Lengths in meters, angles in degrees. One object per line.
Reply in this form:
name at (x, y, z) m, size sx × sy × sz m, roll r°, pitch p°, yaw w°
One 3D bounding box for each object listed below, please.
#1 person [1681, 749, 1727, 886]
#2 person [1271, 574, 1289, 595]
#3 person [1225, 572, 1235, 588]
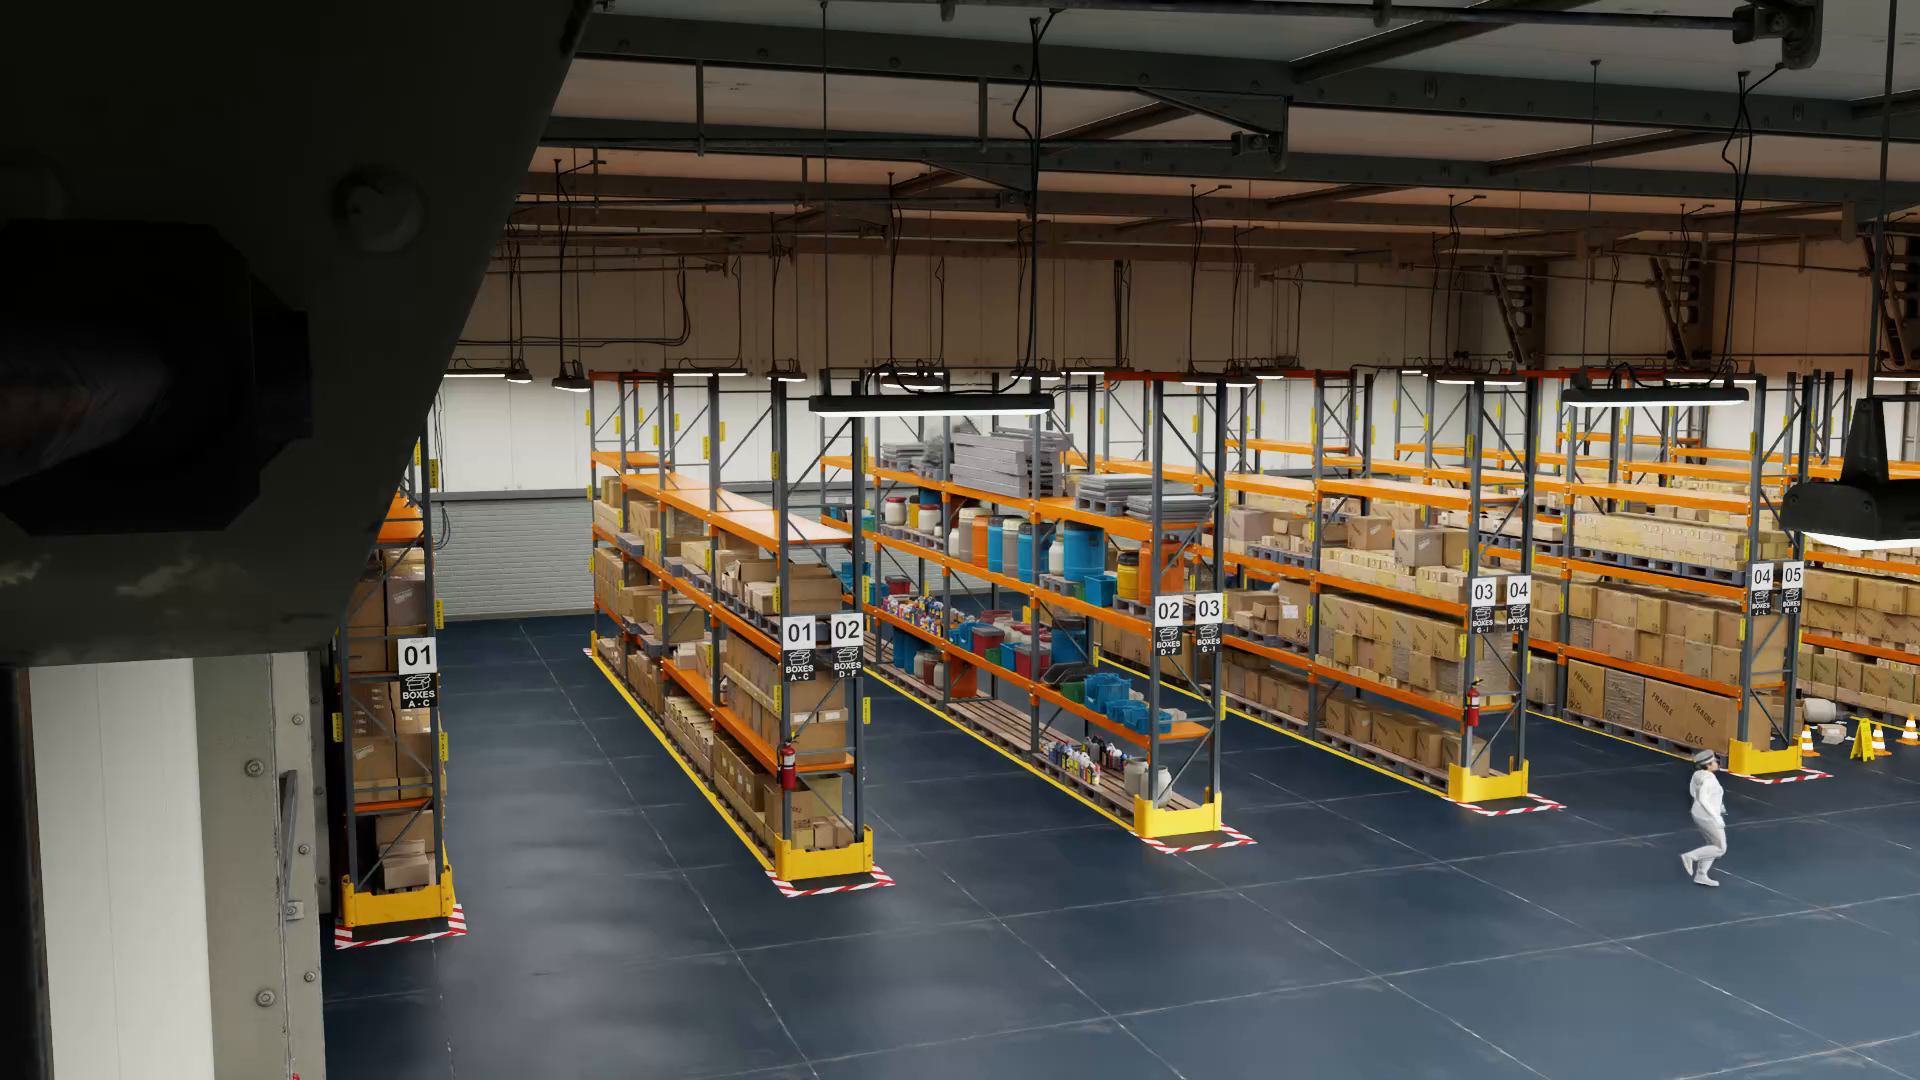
person at (8.885, 3.310, 19.847) m, size 0.554 × 1.660 × 0.616 m, roll 1°, pitch 6°, yaw 6°
person at (6.848, 1.504, 35.392) m, size 0.620 × 1.785 × 0.829 m, roll -2°, pitch 7°, yaw -16°
person at (6.682, 0.935, 41.258) m, size 0.666 × 1.639 × 0.514 m, roll -3°, pitch 7°, yaw -24°
